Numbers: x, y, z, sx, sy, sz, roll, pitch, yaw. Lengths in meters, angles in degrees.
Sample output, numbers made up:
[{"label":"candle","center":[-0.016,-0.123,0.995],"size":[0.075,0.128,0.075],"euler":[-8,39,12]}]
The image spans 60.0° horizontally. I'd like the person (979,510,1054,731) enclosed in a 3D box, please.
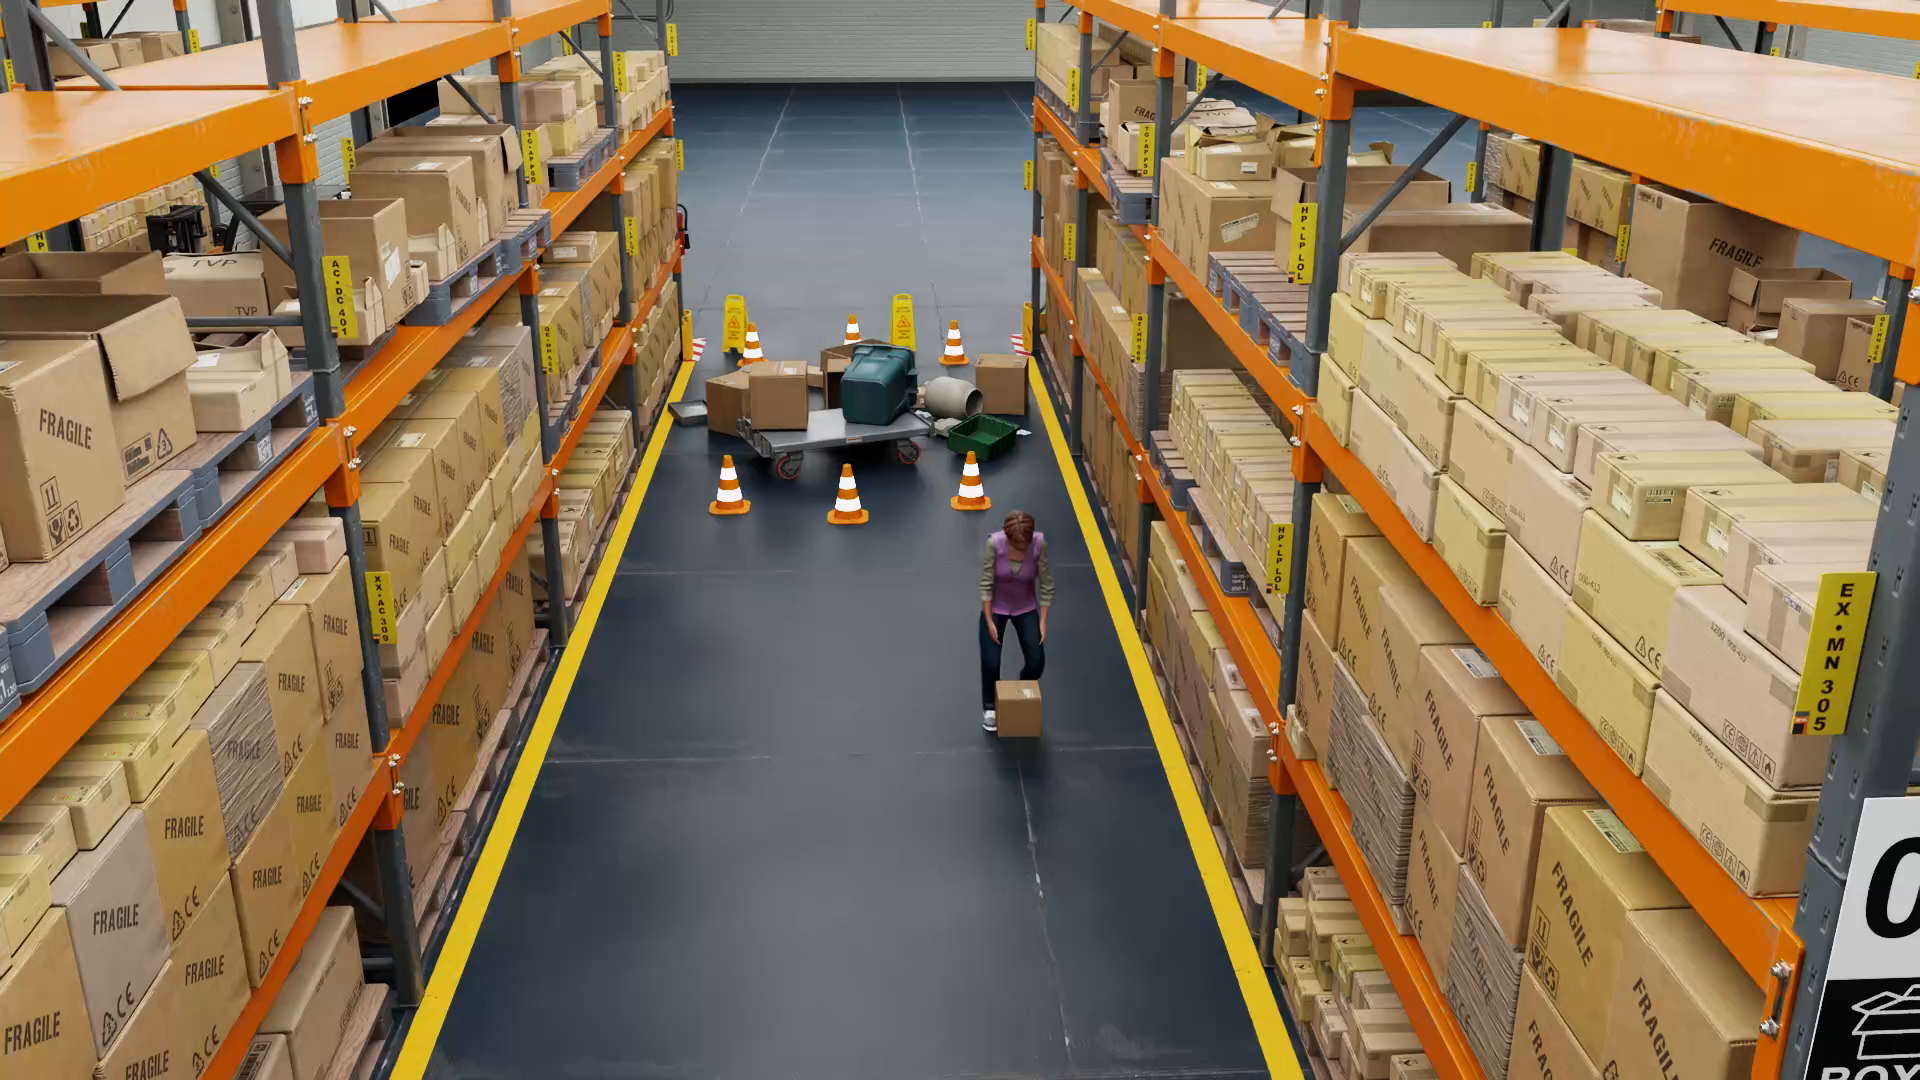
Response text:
[{"label":"person","center":[0.338,0.461,10.077],"size":[0.451,1.464,0.518],"euler":[-1,21,-3]}]
